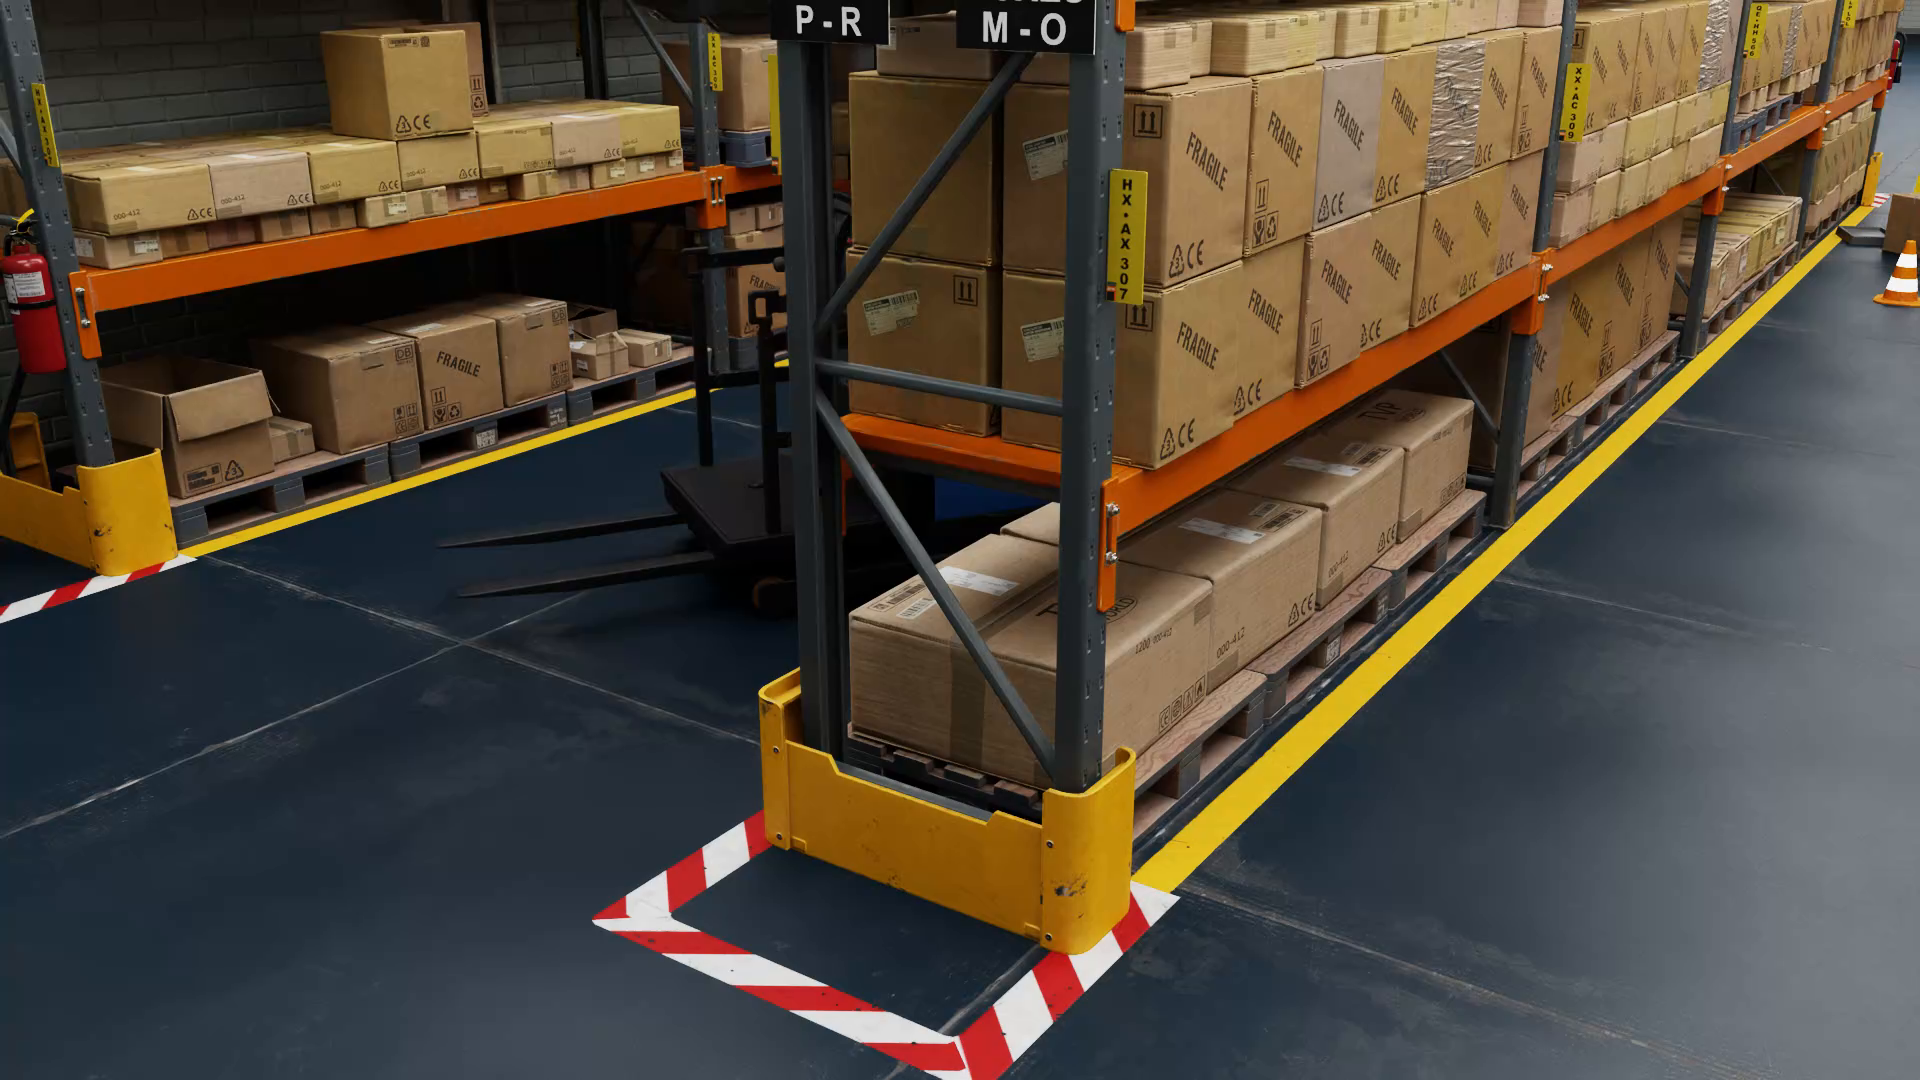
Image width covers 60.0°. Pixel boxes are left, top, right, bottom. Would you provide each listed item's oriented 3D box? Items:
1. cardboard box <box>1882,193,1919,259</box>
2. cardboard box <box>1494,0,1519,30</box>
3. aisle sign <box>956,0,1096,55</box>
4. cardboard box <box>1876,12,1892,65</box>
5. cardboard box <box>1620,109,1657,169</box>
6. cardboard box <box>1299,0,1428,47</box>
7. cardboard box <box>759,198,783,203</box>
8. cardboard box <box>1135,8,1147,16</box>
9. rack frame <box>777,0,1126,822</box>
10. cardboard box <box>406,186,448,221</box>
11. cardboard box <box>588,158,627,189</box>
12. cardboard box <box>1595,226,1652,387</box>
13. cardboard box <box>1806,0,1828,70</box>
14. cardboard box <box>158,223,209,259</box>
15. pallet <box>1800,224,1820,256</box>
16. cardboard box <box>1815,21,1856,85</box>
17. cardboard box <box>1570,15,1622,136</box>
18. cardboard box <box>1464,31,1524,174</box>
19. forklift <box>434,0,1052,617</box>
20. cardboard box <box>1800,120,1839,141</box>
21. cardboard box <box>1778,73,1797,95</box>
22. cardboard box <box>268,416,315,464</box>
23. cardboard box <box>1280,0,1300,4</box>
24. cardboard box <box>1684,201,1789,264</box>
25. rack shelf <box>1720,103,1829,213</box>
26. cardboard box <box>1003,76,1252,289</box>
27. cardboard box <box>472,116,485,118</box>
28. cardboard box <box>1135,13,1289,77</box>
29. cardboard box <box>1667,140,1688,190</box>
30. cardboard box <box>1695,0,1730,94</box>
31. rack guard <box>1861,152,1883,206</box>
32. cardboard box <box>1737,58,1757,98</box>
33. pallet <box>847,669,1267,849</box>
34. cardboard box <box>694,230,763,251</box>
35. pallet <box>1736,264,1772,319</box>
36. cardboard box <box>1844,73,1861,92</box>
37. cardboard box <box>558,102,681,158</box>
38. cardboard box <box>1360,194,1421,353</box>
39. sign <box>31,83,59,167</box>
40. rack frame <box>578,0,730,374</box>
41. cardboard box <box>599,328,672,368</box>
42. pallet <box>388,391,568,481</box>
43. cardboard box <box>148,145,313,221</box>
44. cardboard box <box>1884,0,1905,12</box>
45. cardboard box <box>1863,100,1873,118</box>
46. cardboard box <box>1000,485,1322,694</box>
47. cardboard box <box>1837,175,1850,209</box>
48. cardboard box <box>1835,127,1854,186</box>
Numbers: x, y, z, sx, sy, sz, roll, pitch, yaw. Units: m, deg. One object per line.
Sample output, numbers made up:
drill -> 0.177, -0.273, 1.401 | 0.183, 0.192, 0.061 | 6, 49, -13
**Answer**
cardboard box -> 8.428, -2.724, 14.406 | 0.500, 0.500, 0.500 | -6, 21, -15
cardboard box -> 2.055, -2.173, 6.796 | 0.380, 0.149, 0.250 | 14, 24, 33
aisle sign -> 0.154, -1.552, 3.891 | 0.394, 0.787, 0.004 | 13, 24, 32
cardboard box -> 8.586, -4.835, 15.940 | 0.500, 0.500, 0.500 | 13, 24, 32
cardboard box -> 3.259, -2.088, 8.582 | 0.500, 0.250, 0.500 | 14, 24, 32
cardboard box -> 1.396, -1.800, 5.787 | 0.380, 0.149, 0.250 | 13, 24, 32
cardboard box -> -1.341, -2.311, 11.751 | 0.380, 0.149, 0.250 | 14, 25, 33
cardboard box -> 0.364, -1.605, 5.259 | 0.380, 0.149, 0.250 | 14, 24, 33
rack frame -> -0.046, -0.410, 4.551 | 1.000, 3.000, 0.127 | 13, 24, 32
cardboard box -> -2.845, -1.740, 8.507 | 0.380, 0.149, 0.250 | 14, 24, 33
cardboard box -> -2.129, -2.108, 9.503 | 0.380, 0.149, 0.250 | 14, 24, 33
cardboard box -> 3.490, -1.469, 9.870 | 0.875, 0.875, 0.875 | 14, 24, 32
cardboard box -> 6.353, -3.917, 12.853 | 0.500, 0.500, 0.500 | 13, 24, 32
cardboard box -> -3.636, -1.382, 7.541 | 0.380, 0.149, 0.250 | 14, 24, 33
pallet -> 7.048, -2.745, 14.882 | 1.003, 0.211, 1.213 | 13, 24, 32
cardboard box -> 7.178, -4.112, 13.984 | 0.500, 0.500, 0.500 | 13, 24, 32
cardboard box -> 2.688, -2.144, 7.652 | 0.500, 0.500, 0.500 | 14, 24, 32
cardboard box -> 1.874, -1.741, 6.562 | 0.500, 0.500, 0.500 | 13, 24, 31
forklift -> -0.724, -1.263, 6.954 | 3.031, 2.935, 1.130 | -9, 22, -22
cardboard box -> 7.375, -3.558, 14.401 | 0.380, 0.149, 0.250 | 14, 24, 33
cardboard box -> 6.054, -3.441, 12.501 | 0.380, 0.149, 0.250 | 13, 24, 32
cardboard box -> -3.460, -0.509, 8.320 | 0.380, 0.149, 0.250 | 12, 24, 30
cardboard box -> 1.134, -1.962, 6.225 | 0.380, 0.149, 0.250 | 13, 24, 32
cardboard box -> 6.006, -2.460, 13.274 | 0.950, 0.372, 0.625 | 15, 25, 35
rack shelf -> 5.576, -2.942, 12.432 | 1.077, 0.370, 4.000 | 13, 24, 32
cardboard box -> 0.460, -1.008, 4.582 | 0.500, 0.500, 0.500 | 13, 24, 31
cardboard box -> -2.974, -2.212, 9.208 | 0.500, 0.250, 0.500 | 14, 24, 33
cardboard box -> 0.712, -1.420, 4.759 | 0.380, 0.149, 0.250 | 14, 25, 33
cardboard box -> 3.811, -2.149, 9.466 | 0.500, 0.250, 0.500 | 13, 24, 31
cardboard box -> 4.096, -2.873, 9.624 | 0.500, 0.500, 0.500 | 14, 24, 33
rack guard -> 8.906, -3.807, 17.336 | 1.175, 0.500, 0.348 | 13, 24, 32
cardboard box -> 4.896, -3.173, 10.841 | 0.500, 0.500, 0.500 | 12, 24, 30
pallet -> 0.339, 0.653, 5.696 | 1.003, 0.211, 1.213 | 13, 24, 32
cardboard box -> -1.483, -1.905, 10.654 | 0.380, 0.149, 0.250 | 15, 25, 34
pallet -> 5.578, -1.970, 12.788 | 1.003, 0.211, 1.213 | 13, 24, 32
cardboard box -> 7.869, -4.129, 14.965 | 0.380, 0.149, 0.250 | 13, 24, 32
cardboard box -> -1.989, -2.401, 9.718 | 0.500, 0.250, 0.500 | 14, 24, 33
cardboard box -> 1.292, -0.979, 5.944 | 0.500, 0.500, 0.500 | 14, 25, 34
sign -> -3.704, -1.678, 6.729 | 0.100, 0.325, 0.005 | 13, 24, 32
rack frame -> -1.904, -2.525, 10.268 | 1.000, 3.000, 0.127 | 13, 24, 32
cardboard box -> -1.975, -1.168, 10.102 | 0.380, 0.149, 0.250 | 12, 24, 30
pallet -> -2.976, -0.669, 9.269 | 1.003, 0.211, 1.213 | 13, 24, 32
cardboard box -> -3.392, -1.669, 7.740 | 0.500, 0.250, 0.500 | 14, 24, 32
cardboard box -> 8.350, -5.157, 15.369 | 0.700, 0.500, 0.500 | 13, 24, 31
cardboard box -> 8.563, -4.165, 16.044 | 0.380, 0.149, 0.250 | 14, 25, 33
cardboard box -> 0.750, 0.121, 6.201 | 0.875, 0.438, 0.875 | 14, 25, 33
cardboard box -> 8.129, -3.326, 15.790 | 0.500, 0.250, 0.500 | 12, 24, 30
cardboard box -> 7.839, -3.533, 15.271 | 0.500, 0.500, 0.500 | 15, 25, 35
